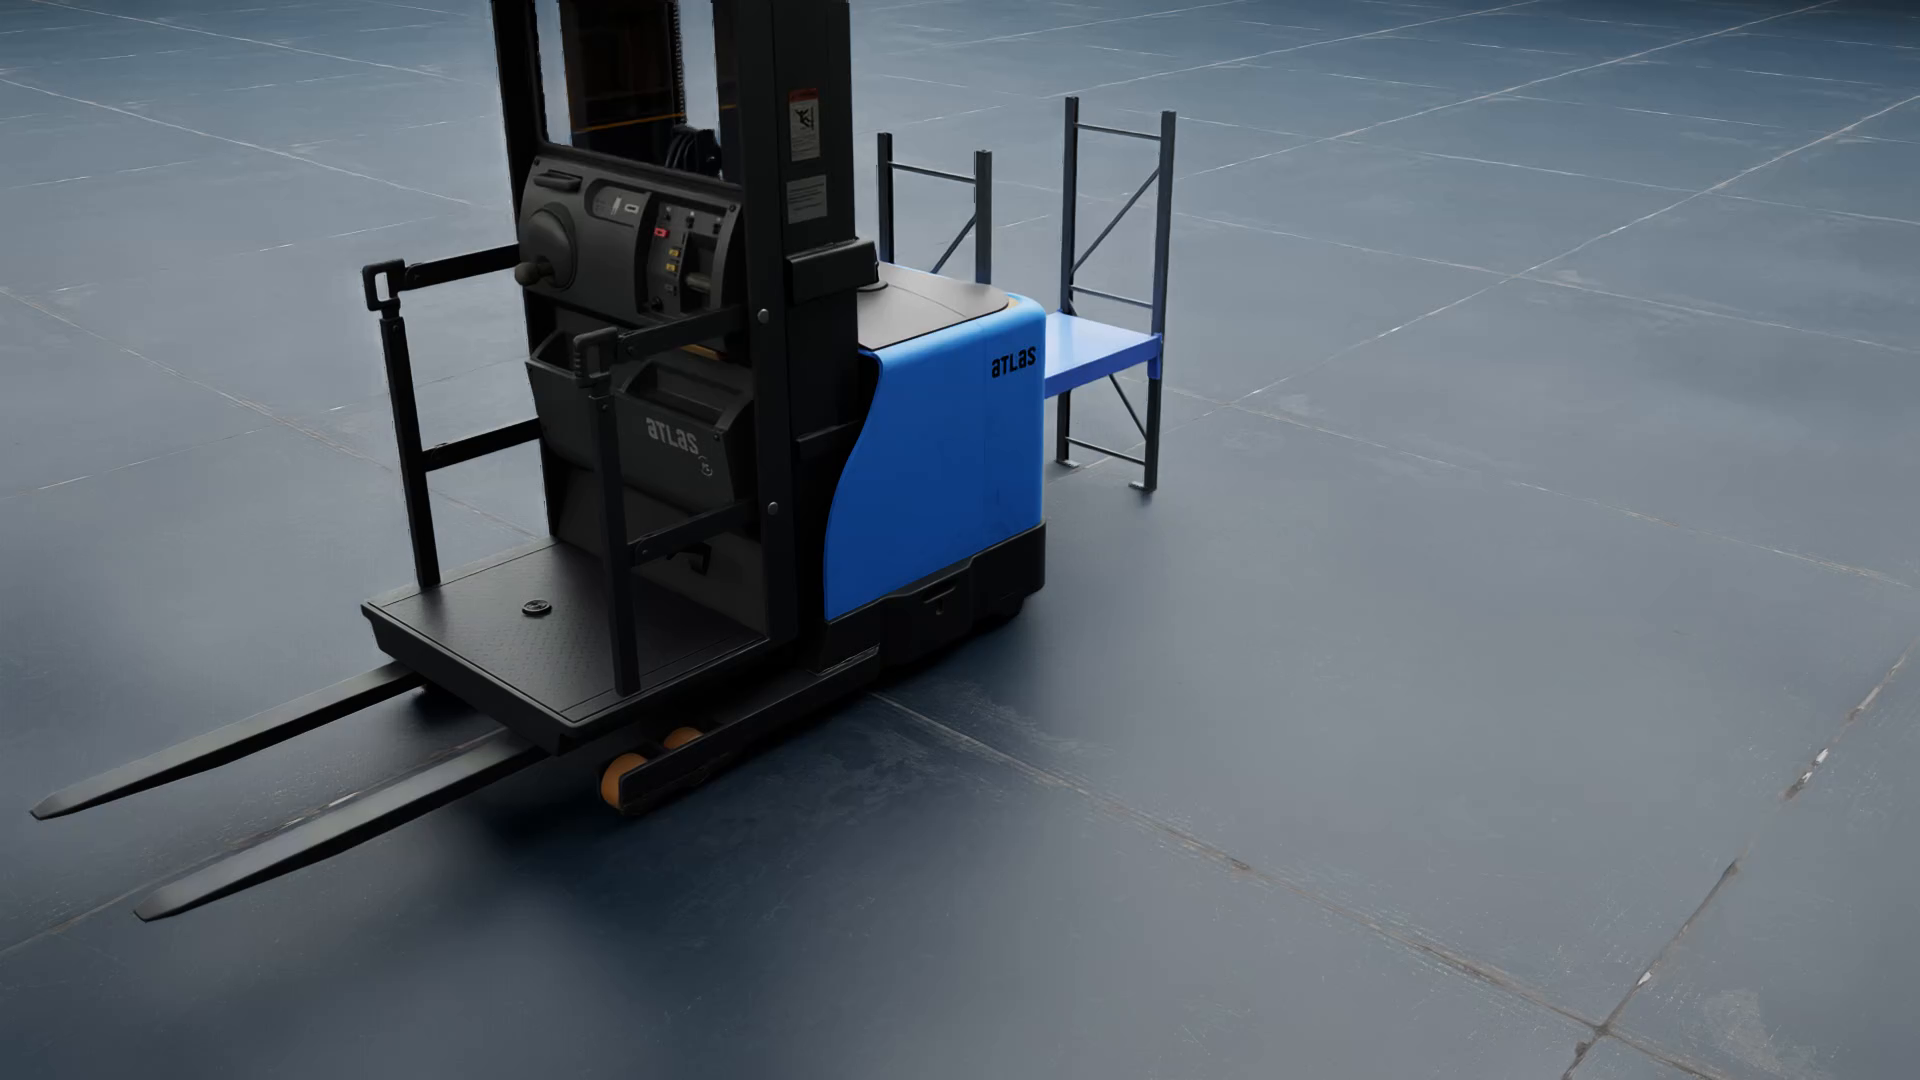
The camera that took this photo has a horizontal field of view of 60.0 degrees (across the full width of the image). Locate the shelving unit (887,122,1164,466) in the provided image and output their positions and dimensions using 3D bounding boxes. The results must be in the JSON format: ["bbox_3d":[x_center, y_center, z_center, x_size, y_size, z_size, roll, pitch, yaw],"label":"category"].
[{"bbox_3d":[0.254,-0.798,6.197,0.538,1.308,1.030,21,31,38],"label":"shelving unit"}]

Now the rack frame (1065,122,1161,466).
[{"bbox_3d":[0.597,-0.952,6.539,0.475,1.308,0.013,21,31,38],"label":"rack frame"}]

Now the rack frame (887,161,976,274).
[{"bbox_3d":[-0.091,-0.646,5.857,0.475,1.308,0.013,21,31,38],"label":"rack frame"}]

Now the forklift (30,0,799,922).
[{"bbox_3d":[-1.078,-0.819,4.493,1.121,2.935,3.031,21,31,38],"label":"forklift"}]

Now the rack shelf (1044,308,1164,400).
[{"bbox_3d":[0.254,-0.634,6.271,0.538,0.185,1.000,21,31,38],"label":"rack shelf"}]
